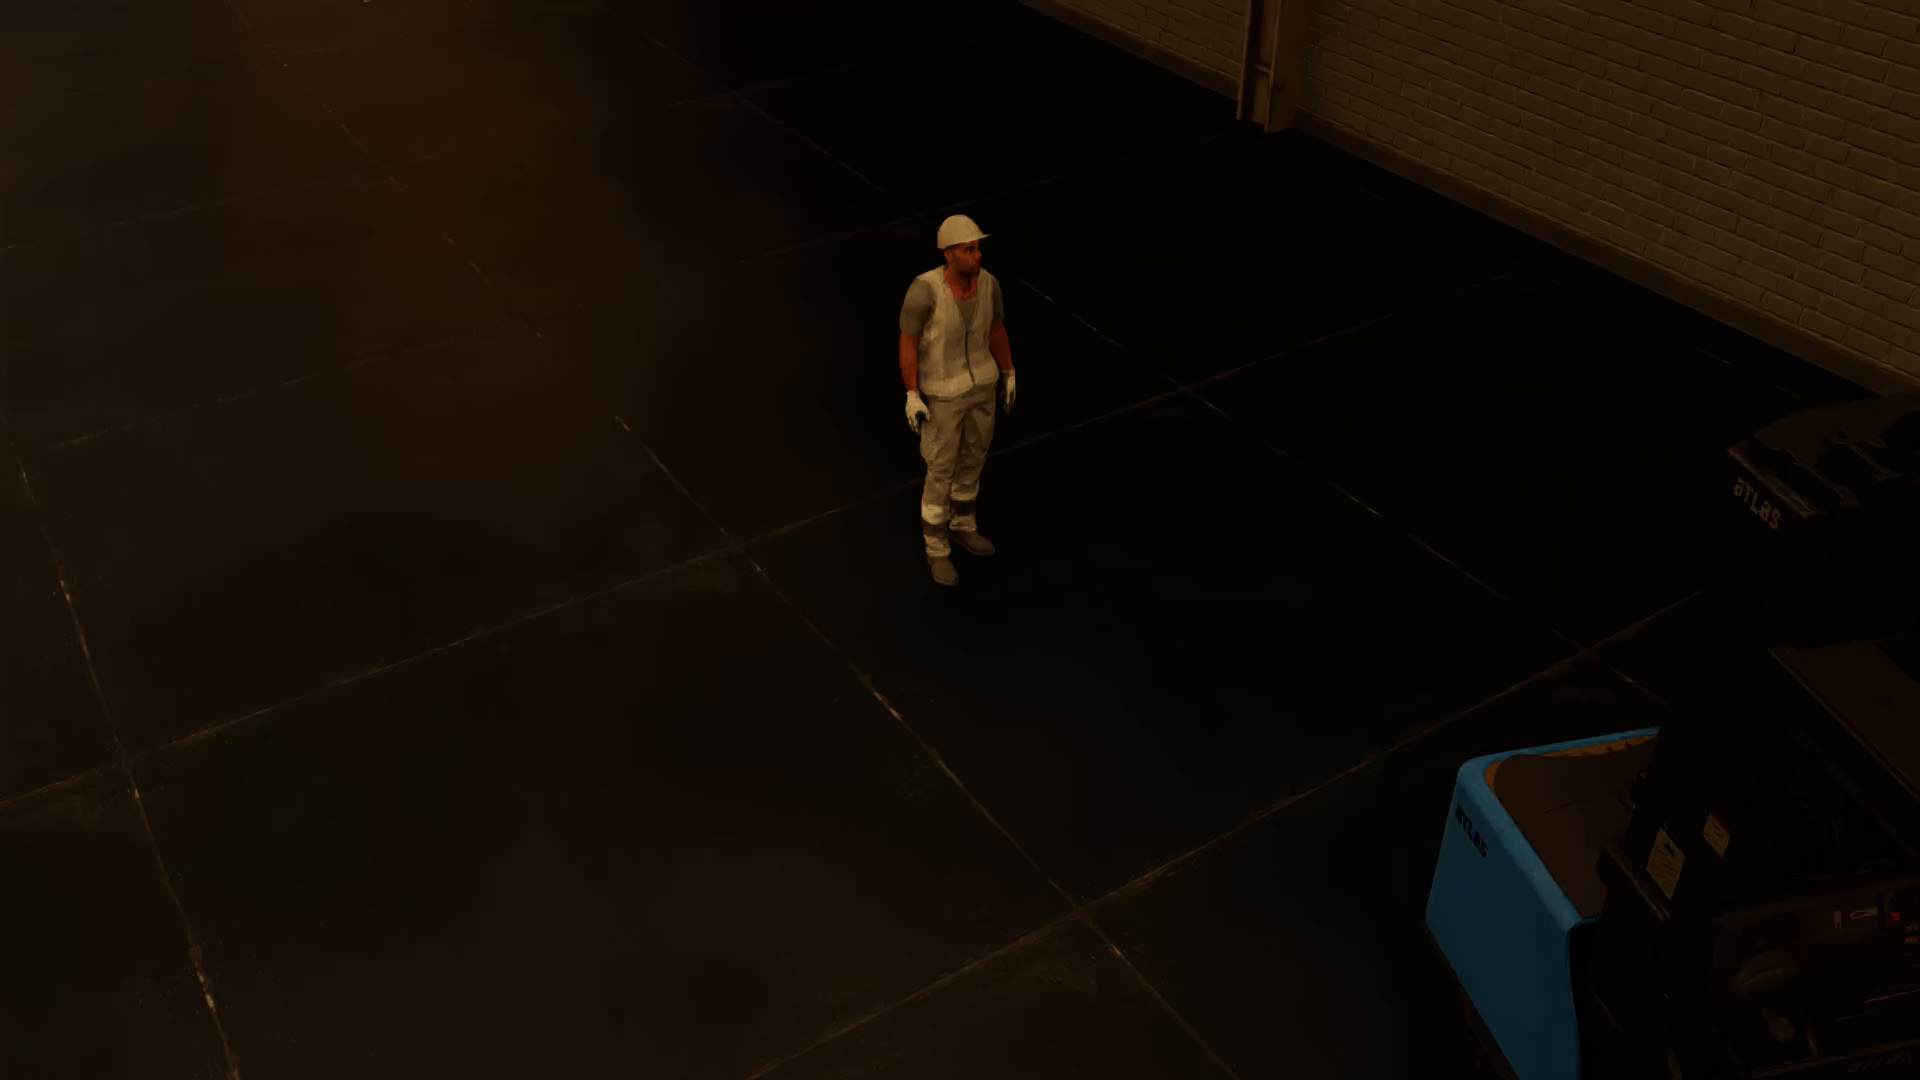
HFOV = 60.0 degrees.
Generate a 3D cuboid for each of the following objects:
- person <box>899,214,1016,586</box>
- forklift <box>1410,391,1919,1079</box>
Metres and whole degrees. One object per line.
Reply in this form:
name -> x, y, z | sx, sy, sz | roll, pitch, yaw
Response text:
person -> 0.035, -0.696, 8.119 | 0.637, 1.787, 0.563 | -21, 40, -27
forklift -> 2.536, 1.199, 4.441 | 1.130, 2.935, 3.031 | -8, 36, -11
